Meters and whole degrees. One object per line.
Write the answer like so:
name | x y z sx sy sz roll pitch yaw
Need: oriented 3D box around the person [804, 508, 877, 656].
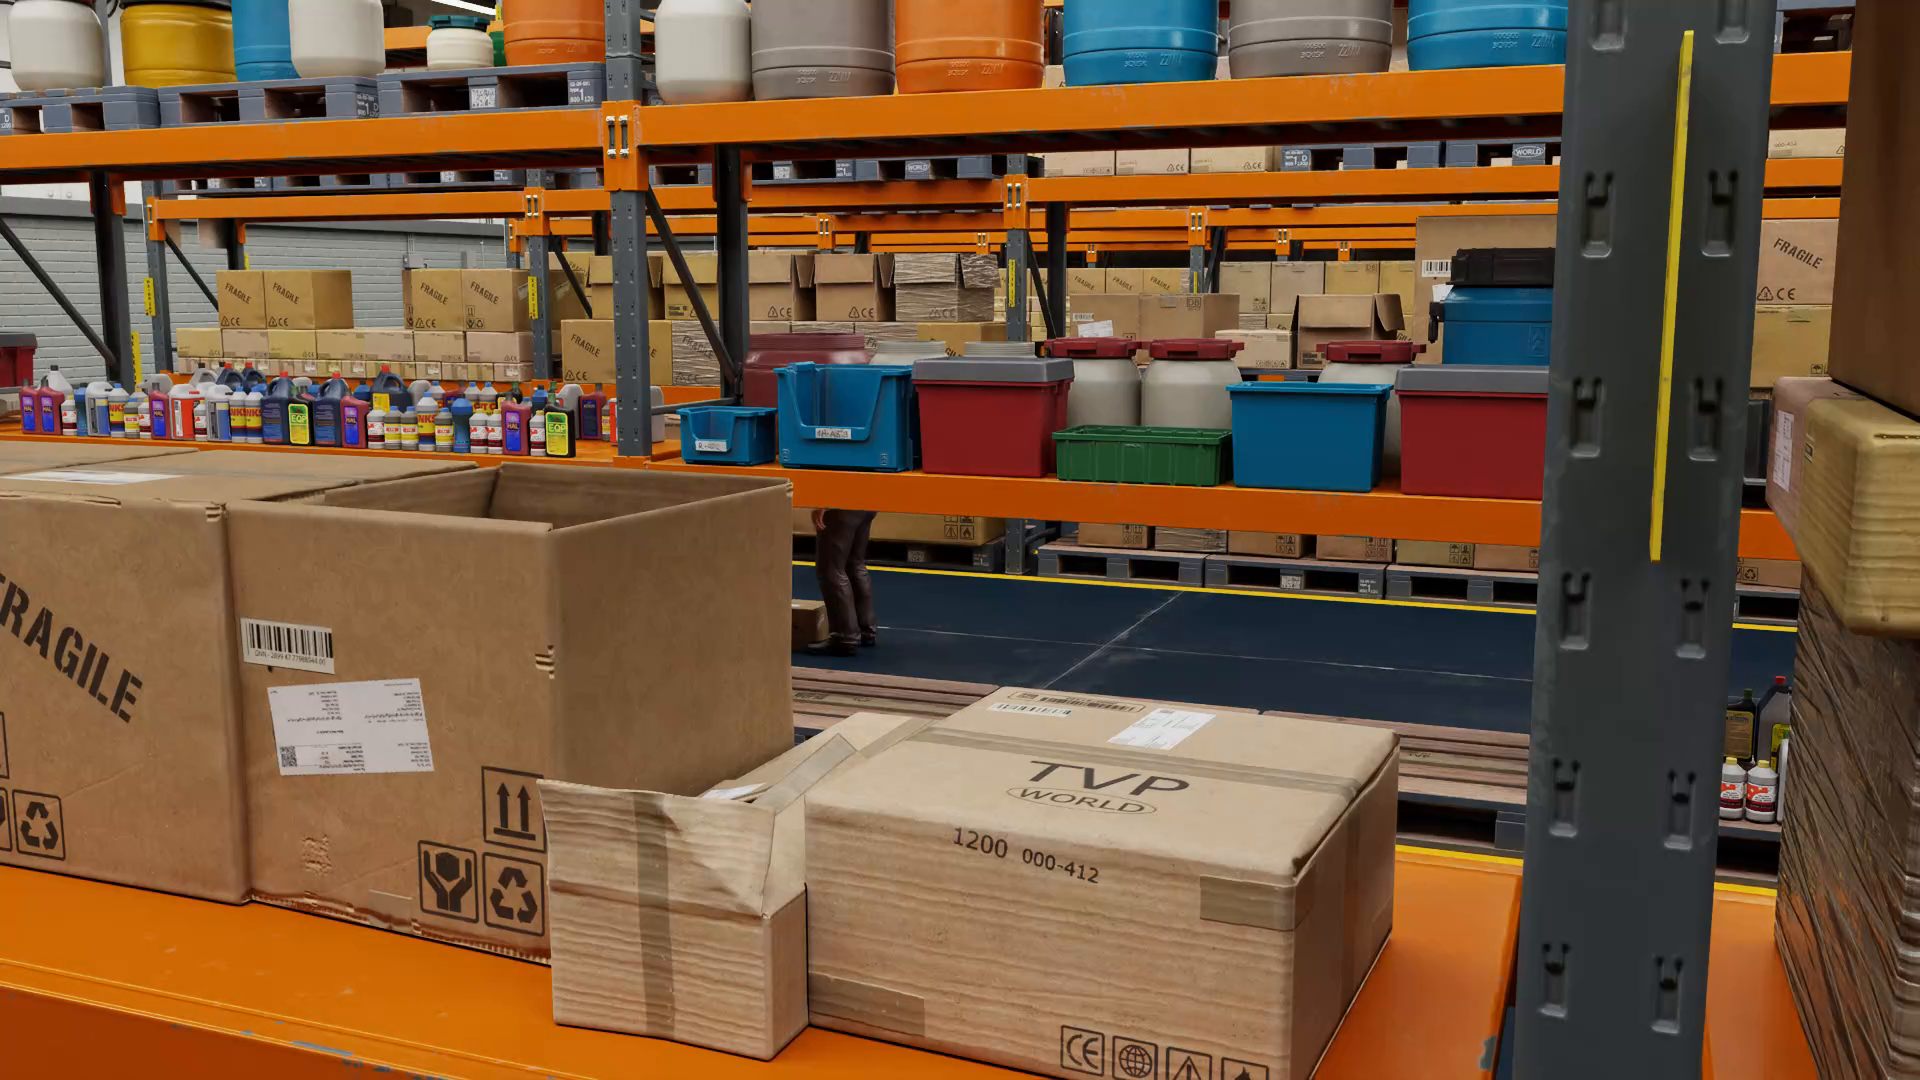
person | -0.640 -0.219 9.369 0.414 1.721 0.589 3 9 19
